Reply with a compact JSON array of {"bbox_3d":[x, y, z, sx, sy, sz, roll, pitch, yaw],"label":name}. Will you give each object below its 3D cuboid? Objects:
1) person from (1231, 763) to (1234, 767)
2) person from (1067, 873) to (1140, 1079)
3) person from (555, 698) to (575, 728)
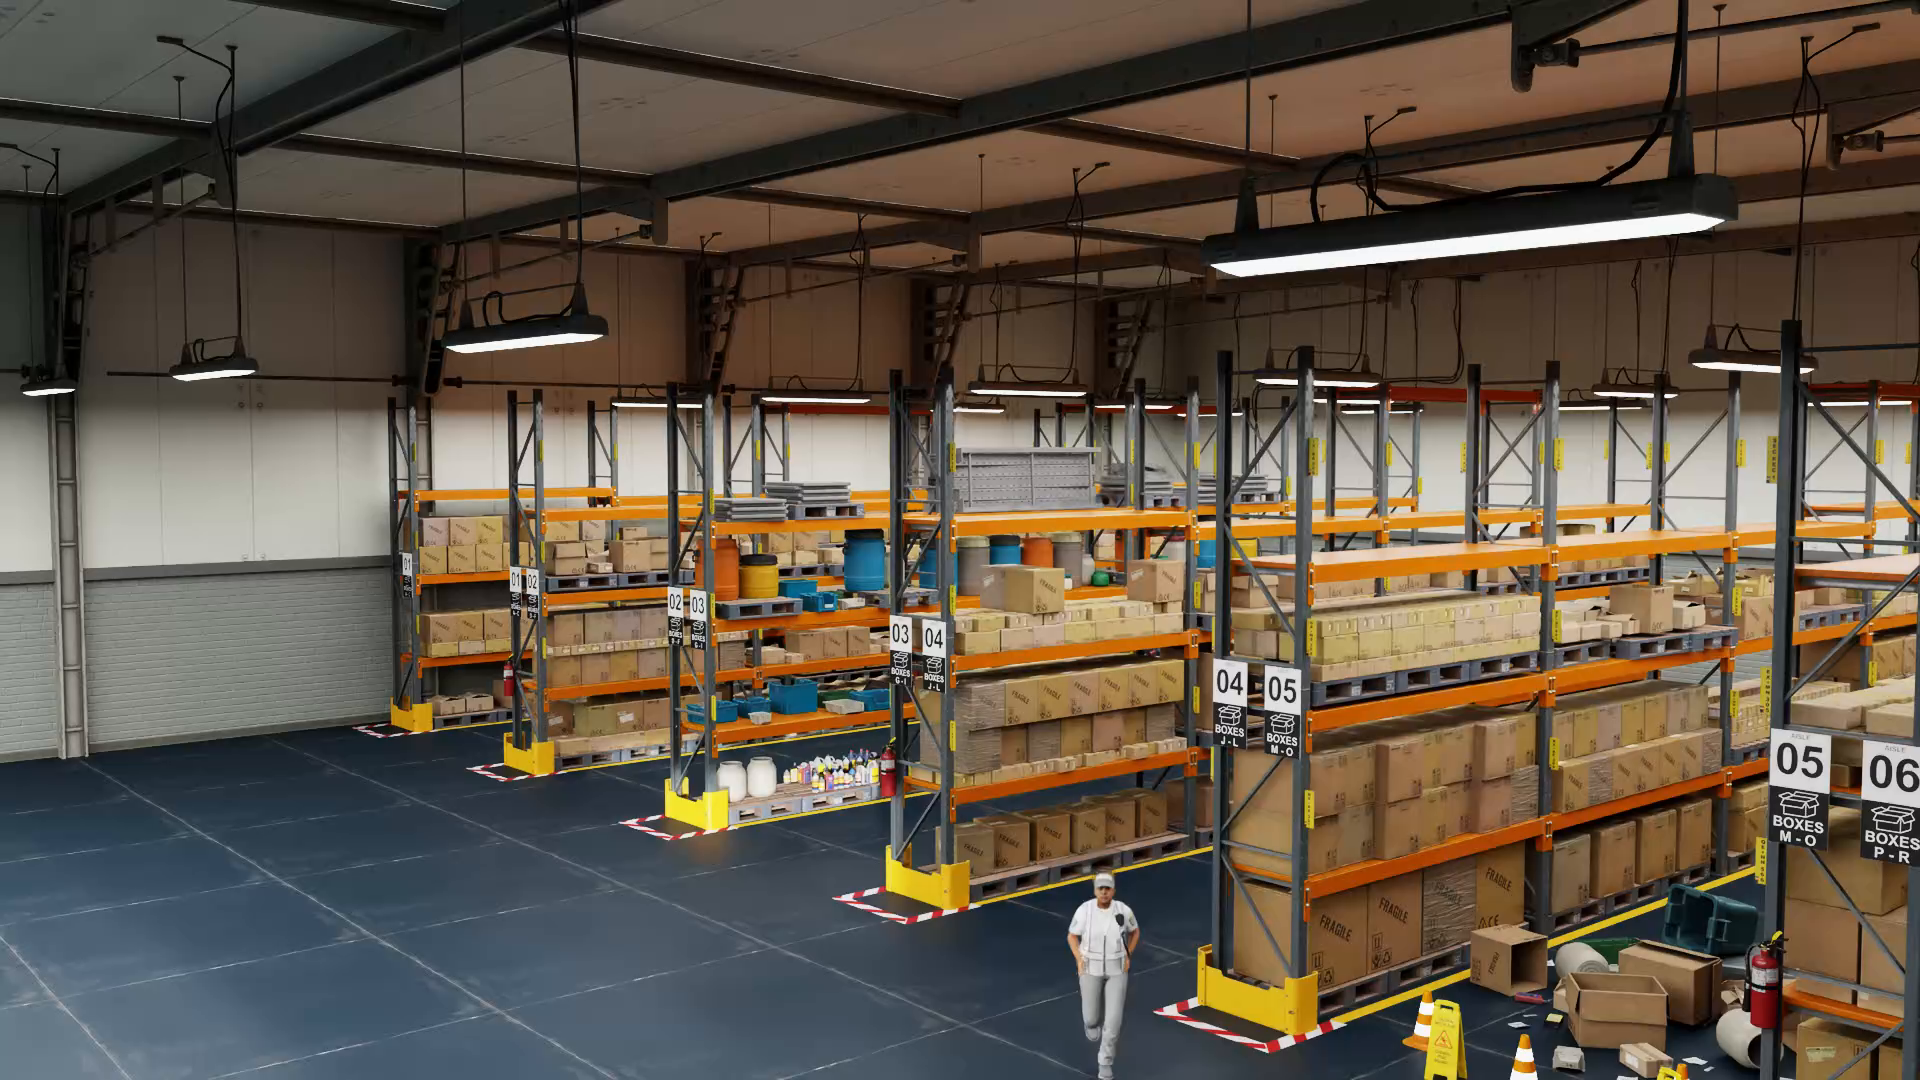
[{"bbox_3d":[4.483,2.814,26.666,0.586,1.617,0.598,-3,5,-45],"label":"person"},{"bbox_3d":[1.193,3.556,13.752,0.608,1.638,0.709,0,3,2],"label":"person"},{"bbox_3d":[-6.860,2.651,28.494,1.037,1.784,0.641,-3,4,-40],"label":"person"}]
